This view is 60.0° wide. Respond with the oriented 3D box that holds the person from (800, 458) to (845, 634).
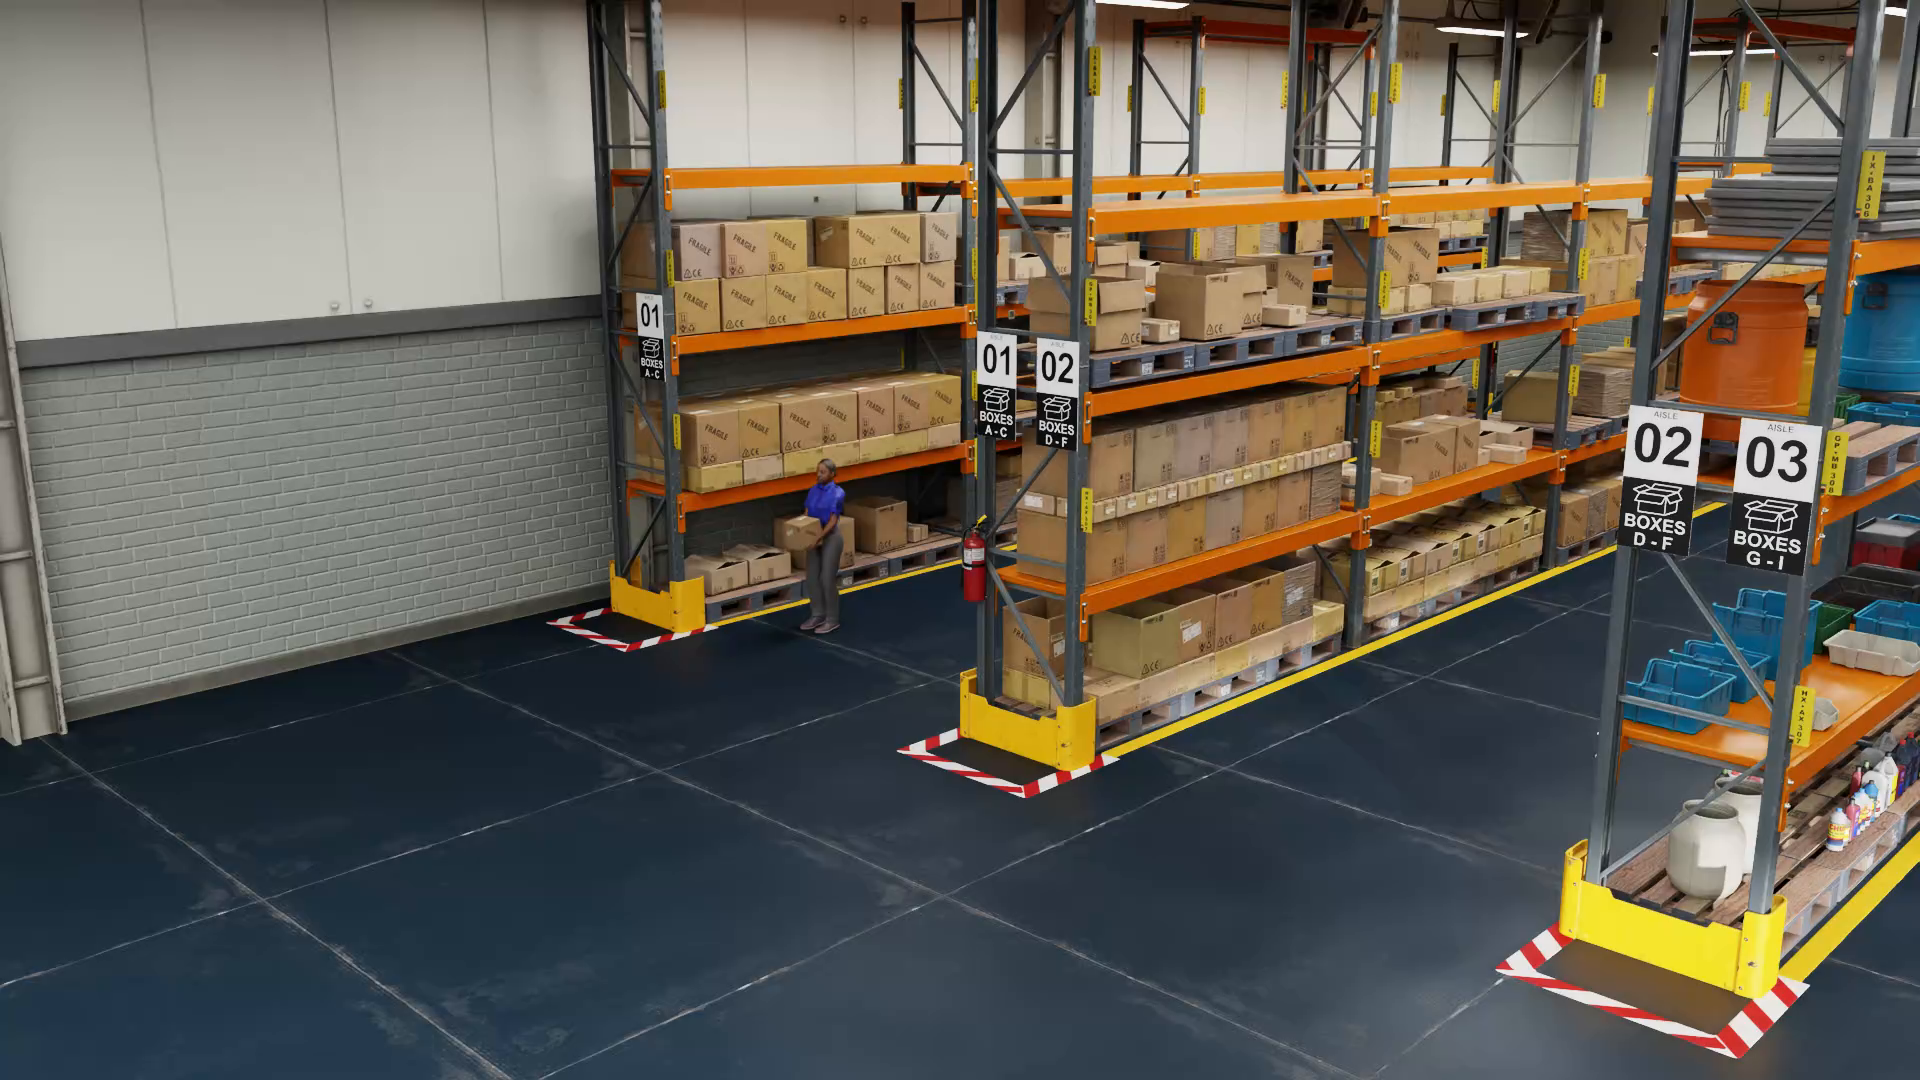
[{"bbox_3d":[-1.352,0.064,15.796,0.441,1.643,0.501,13,19,42],"label":"person"}]
